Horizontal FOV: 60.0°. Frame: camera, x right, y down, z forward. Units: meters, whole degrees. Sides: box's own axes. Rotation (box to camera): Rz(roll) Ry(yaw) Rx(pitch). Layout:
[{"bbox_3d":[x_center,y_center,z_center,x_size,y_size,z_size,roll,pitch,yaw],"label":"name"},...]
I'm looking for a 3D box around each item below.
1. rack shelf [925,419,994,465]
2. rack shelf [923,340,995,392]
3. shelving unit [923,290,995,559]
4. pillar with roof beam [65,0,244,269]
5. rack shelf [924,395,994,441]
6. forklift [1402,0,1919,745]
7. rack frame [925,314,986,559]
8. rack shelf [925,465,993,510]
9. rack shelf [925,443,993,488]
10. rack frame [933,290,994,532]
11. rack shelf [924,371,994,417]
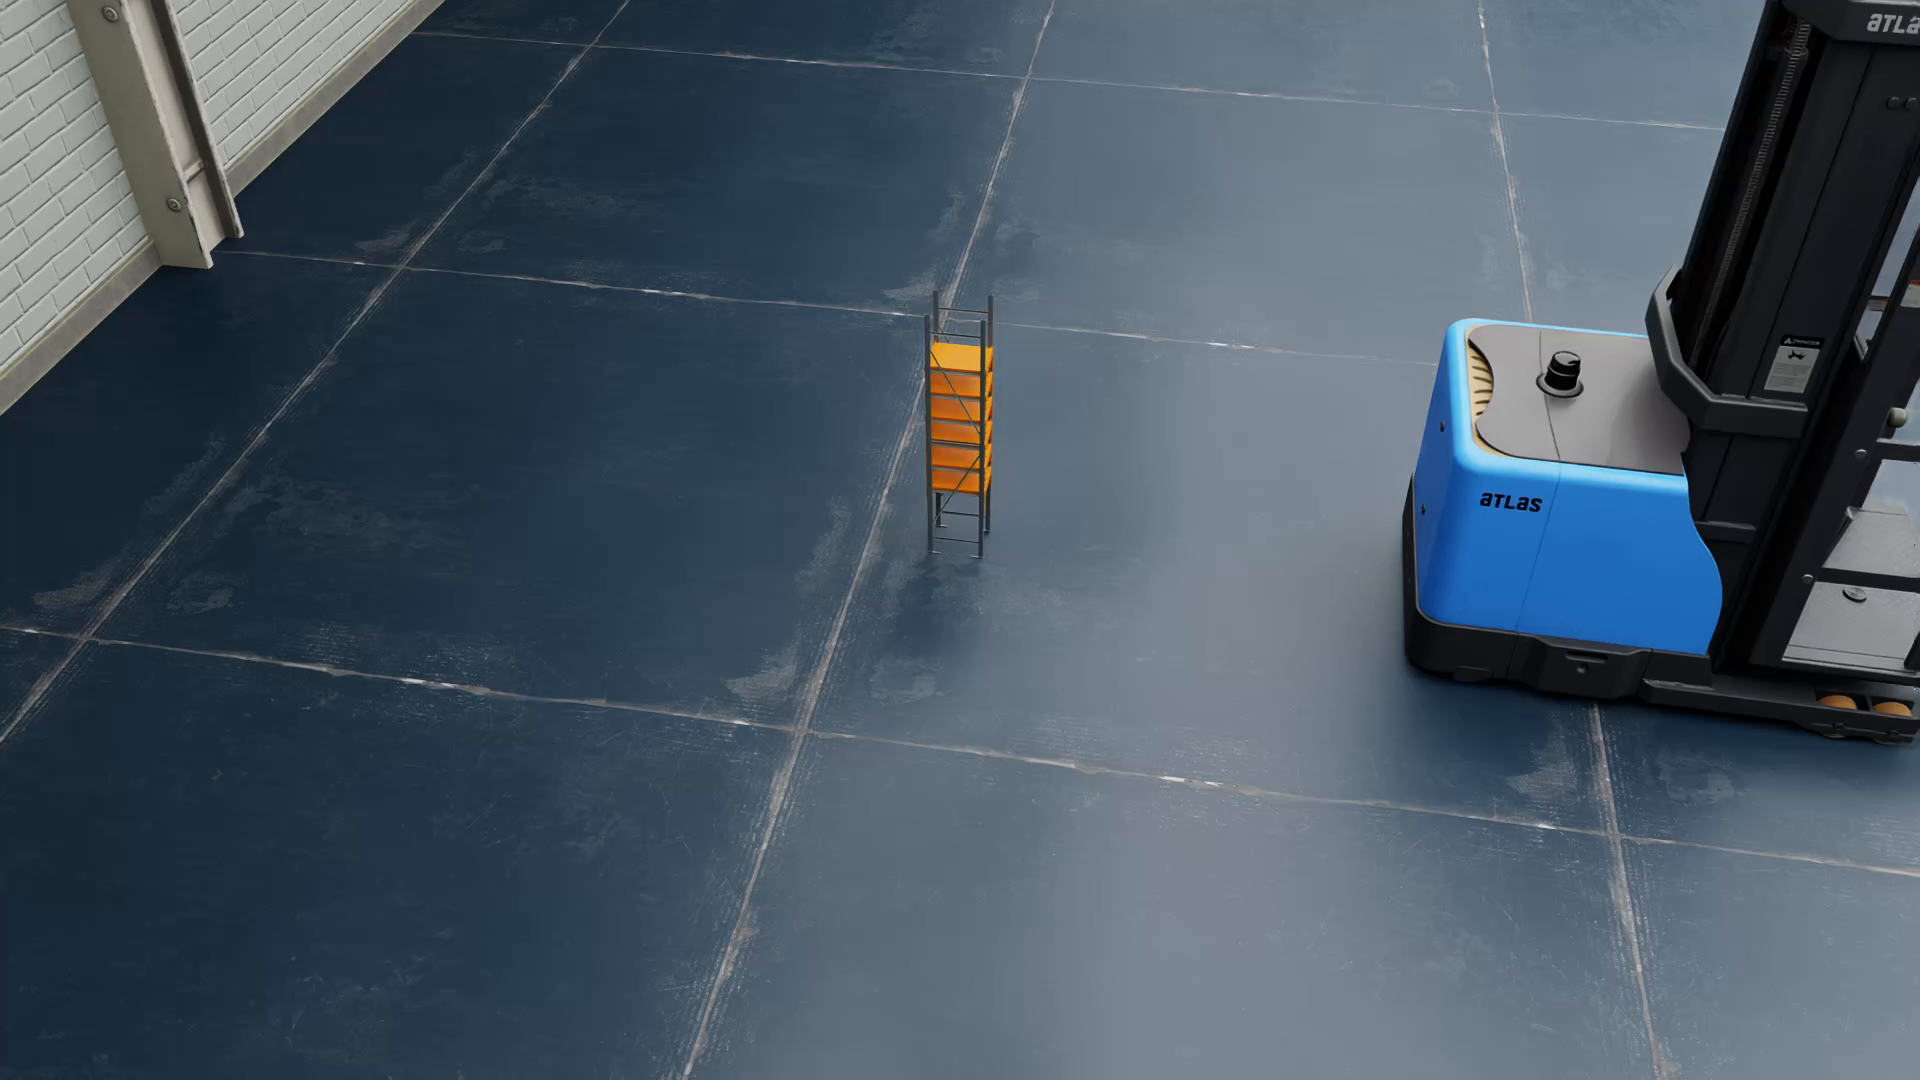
[{"bbox_3d":[-0.002,-0.419,6.885,0.258,0.103,0.180,6,40,8],"label":"rack shelf"},{"bbox_3d":[-0.002,-0.697,6.656,0.258,0.103,0.180,6,40,8],"label":"rack shelf"},{"bbox_3d":[-0.002,-0.453,6.857,0.258,1.200,0.189,6,40,8],"label":"shelving unit"},{"bbox_3d":[0.041,-4.607,5.760,9.100,9.000,0.400,6,40,8],"label":"pillar with roof beam"},{"bbox_3d":[-0.002,-0.512,6.809,0.258,0.103,0.180,6,40,8],"label":"rack shelf"},{"bbox_3d":[3.337,-0.723,5.824,3.031,2.935,1.130,7,40,8],"label":"forklift"},{"bbox_3d":[-0.018,-0.396,6.787,0.240,1.200,0.006,6,40,8],"label":"rack frame"},{"bbox_3d":[-0.003,-0.234,7.038,0.258,0.103,0.180,6,40,8],"label":"rack shelf"},{"bbox_3d":[-0.003,-0.327,6.961,0.258,0.103,0.180,6,40,8],"label":"rack shelf"},{"bbox_3d":[0.013,-0.511,6.926,0.240,1.200,0.006,6,40,8],"label":"rack frame"},{"bbox_3d":[-0.002,-0.604,6.732,0.258,0.103,0.180,6,40,8],"label":"rack shelf"}]
